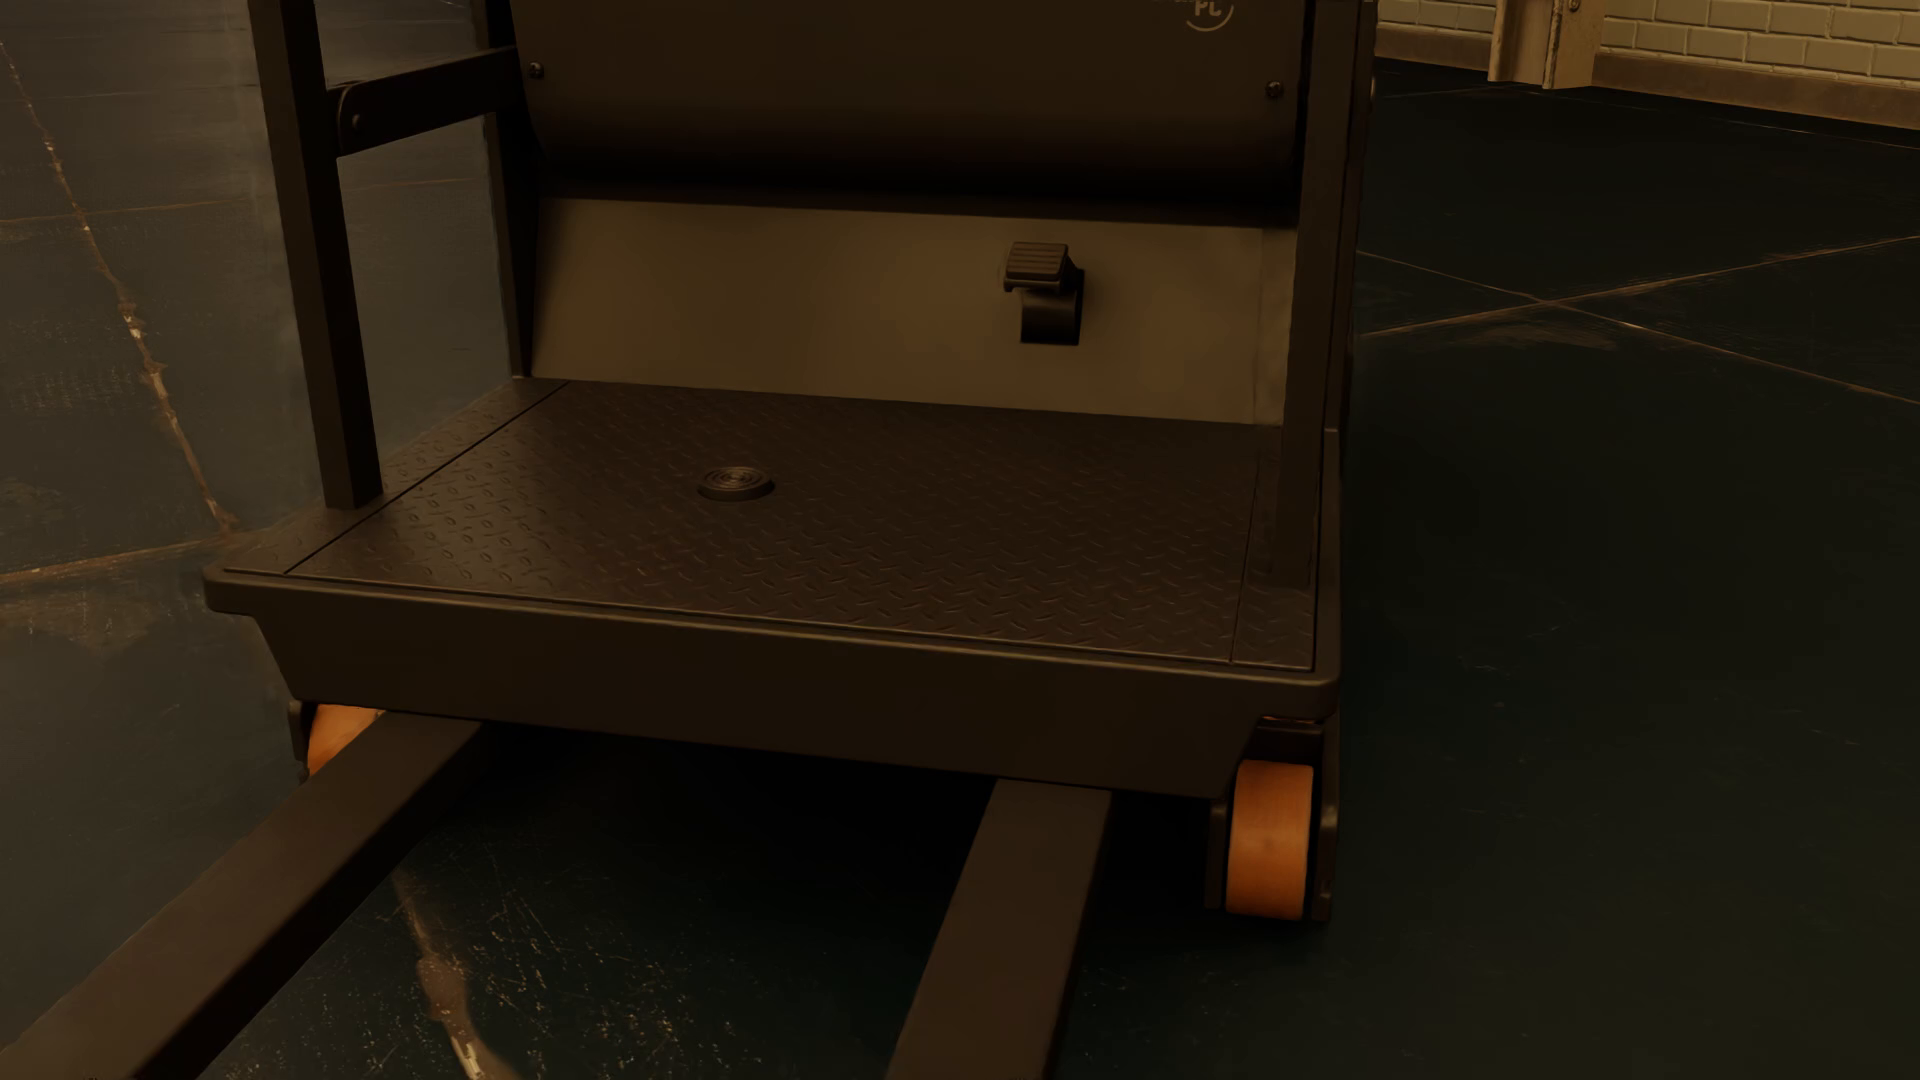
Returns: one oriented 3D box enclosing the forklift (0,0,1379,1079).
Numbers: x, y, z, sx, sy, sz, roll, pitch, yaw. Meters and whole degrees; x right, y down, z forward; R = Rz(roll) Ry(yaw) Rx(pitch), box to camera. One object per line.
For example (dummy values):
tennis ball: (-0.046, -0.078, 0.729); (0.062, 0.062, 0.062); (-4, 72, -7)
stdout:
forklift: (-0.112, -1.123, 1.510); (1.130, 2.935, 3.031); (5, 23, 11)
